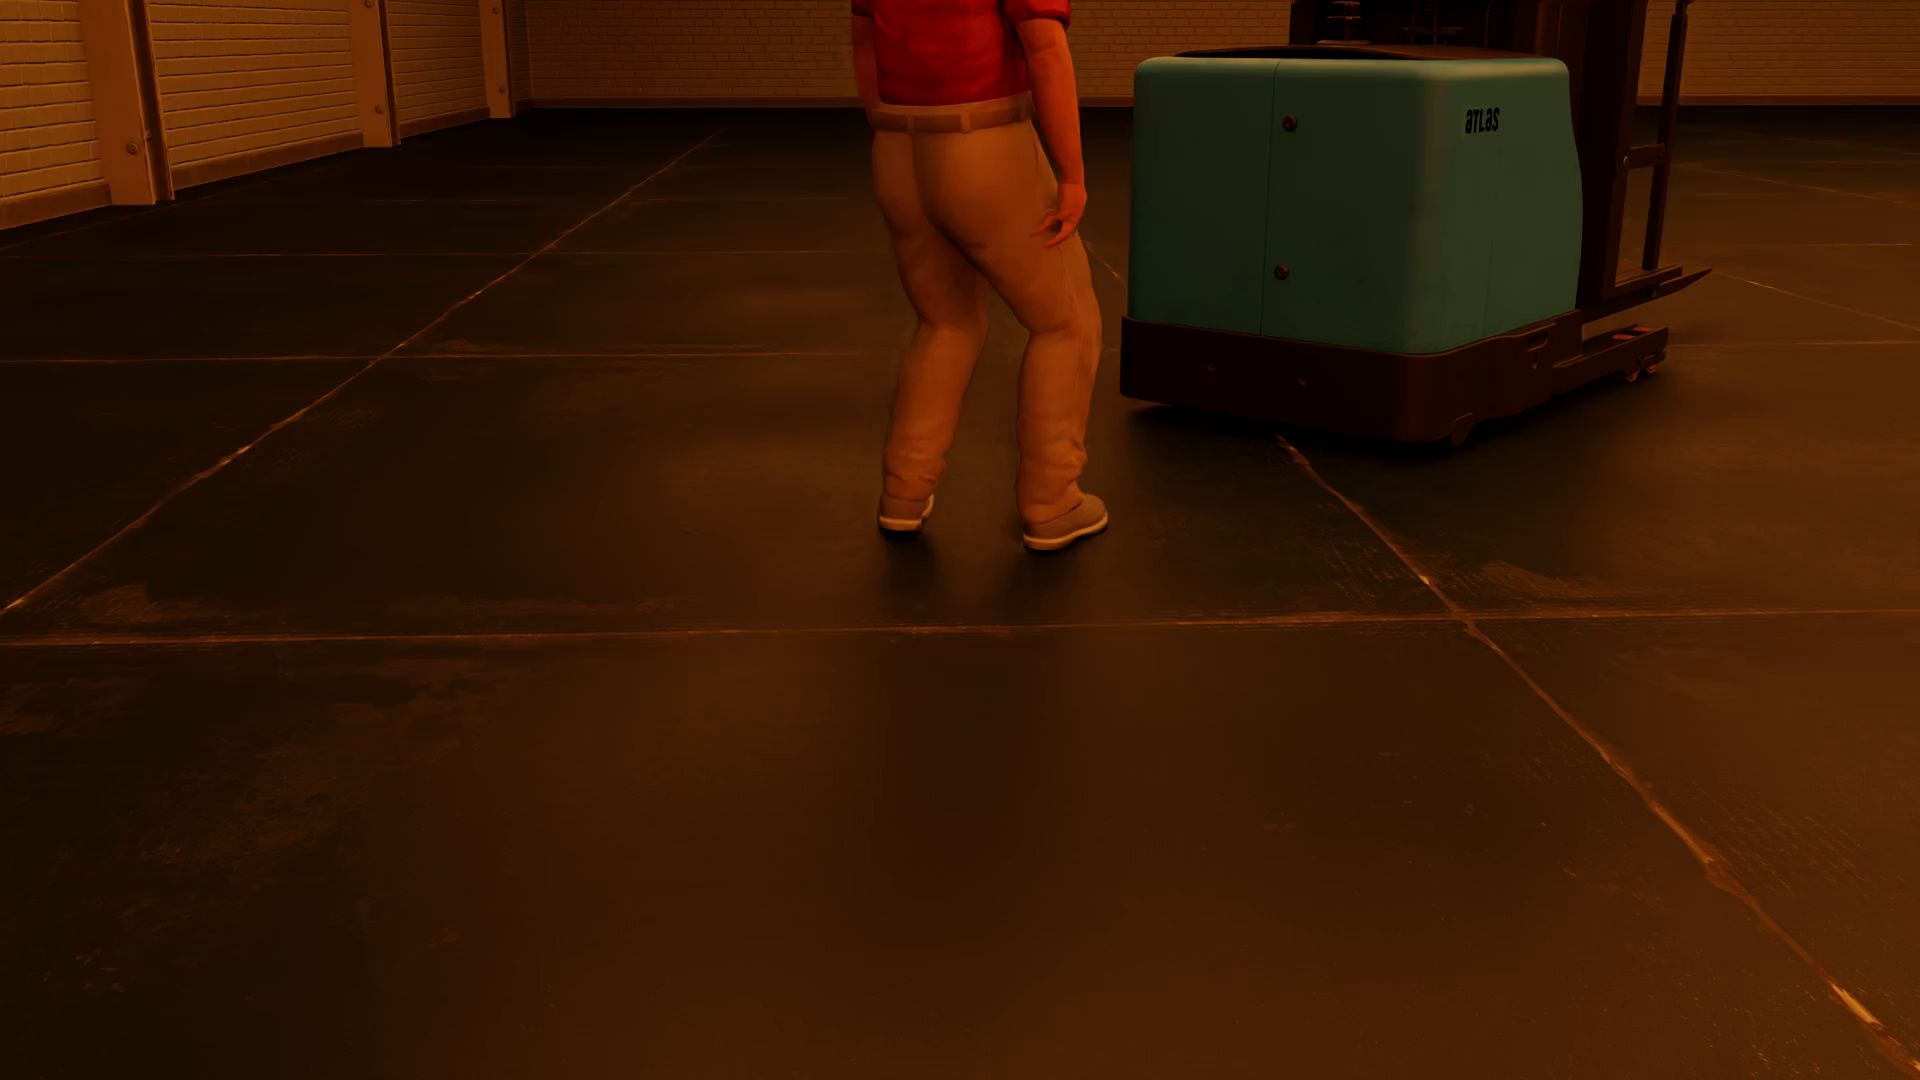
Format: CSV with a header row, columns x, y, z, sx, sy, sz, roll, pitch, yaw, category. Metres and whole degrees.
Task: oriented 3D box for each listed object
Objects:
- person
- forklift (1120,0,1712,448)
x,y,z,sx,sy,sz,roll,pitch,yaw,category
0.065,-0.843,3.763,0.630,1.710,0.487,15,23,41,person
1.831,-2.024,5.523,1.130,2.935,3.031,14,22,38,forklift
